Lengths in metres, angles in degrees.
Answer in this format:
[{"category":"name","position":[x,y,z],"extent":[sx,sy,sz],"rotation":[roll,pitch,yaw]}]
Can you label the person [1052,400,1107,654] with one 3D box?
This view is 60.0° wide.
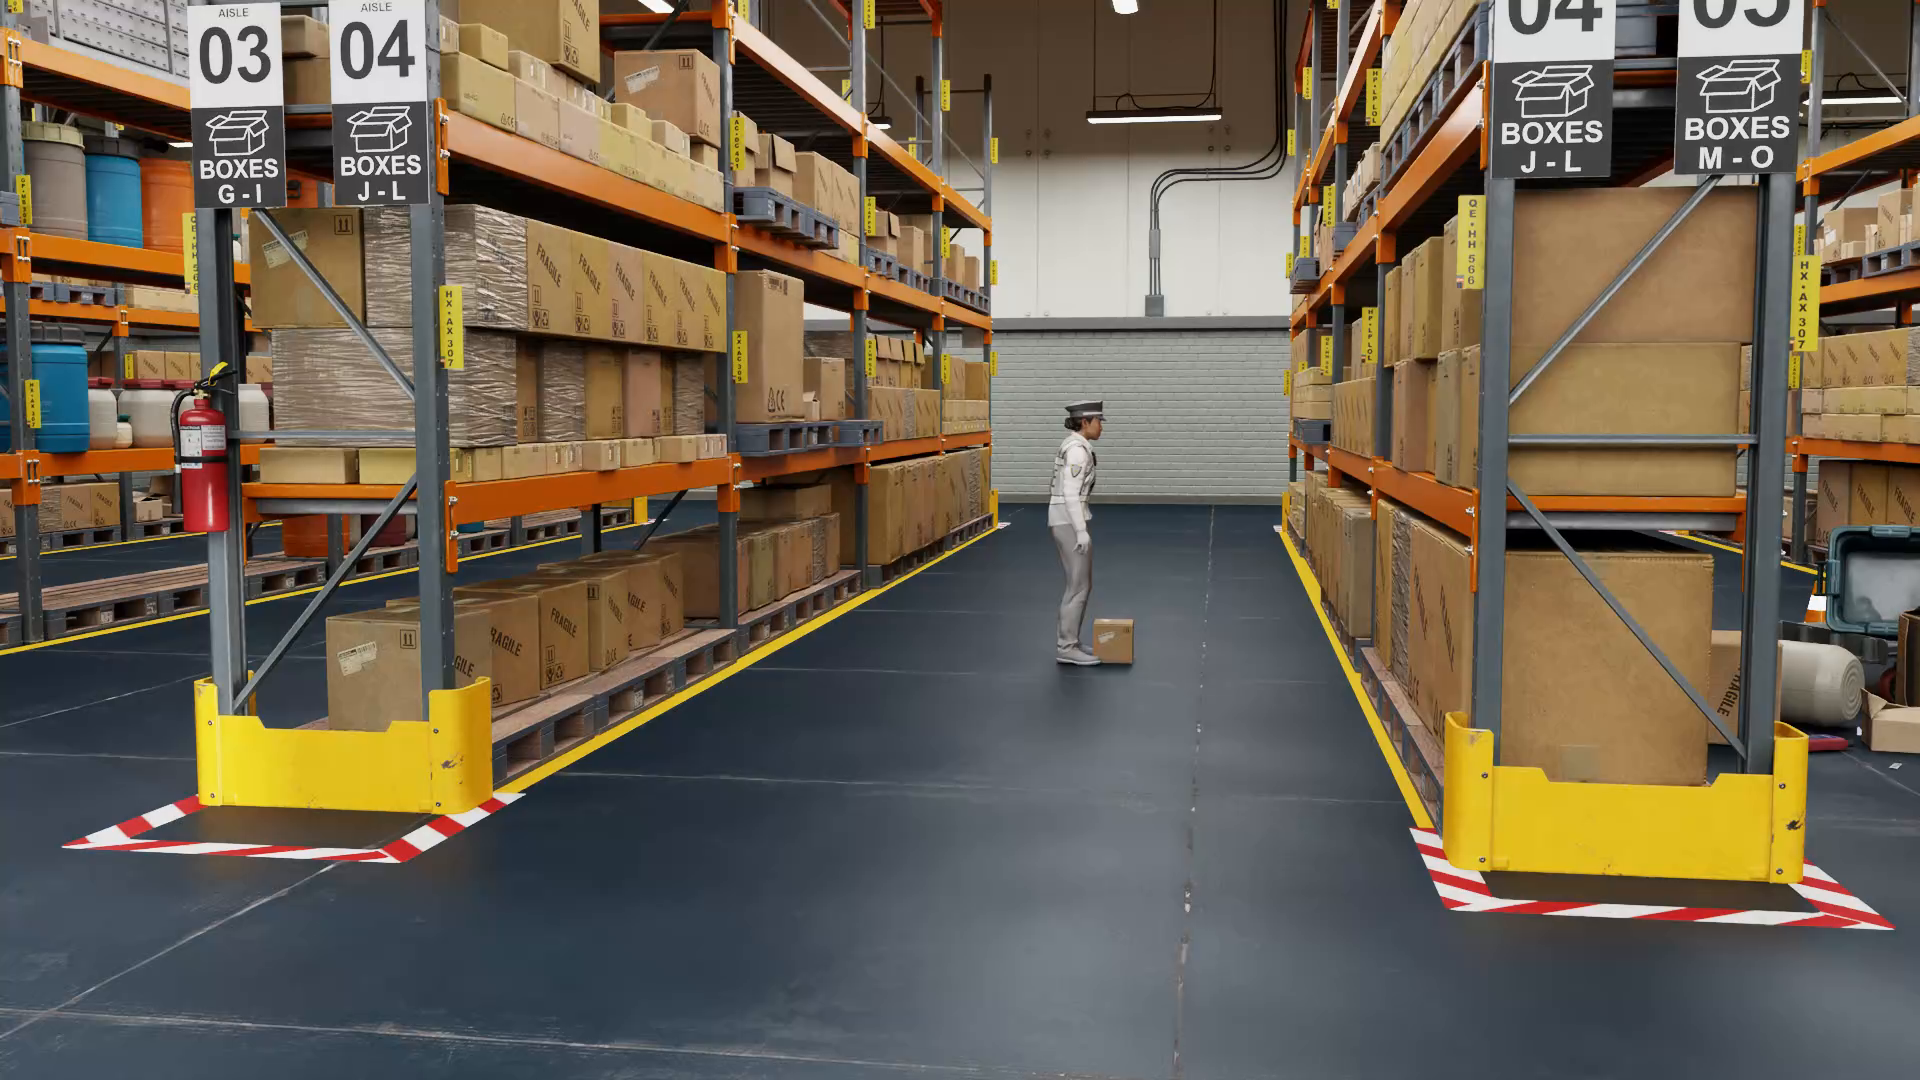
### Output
[{"category":"person","position":[0.762,-0.092,10.621],"extent":[0.341,1.603,0.521],"rotation":[1,5,6]}]
